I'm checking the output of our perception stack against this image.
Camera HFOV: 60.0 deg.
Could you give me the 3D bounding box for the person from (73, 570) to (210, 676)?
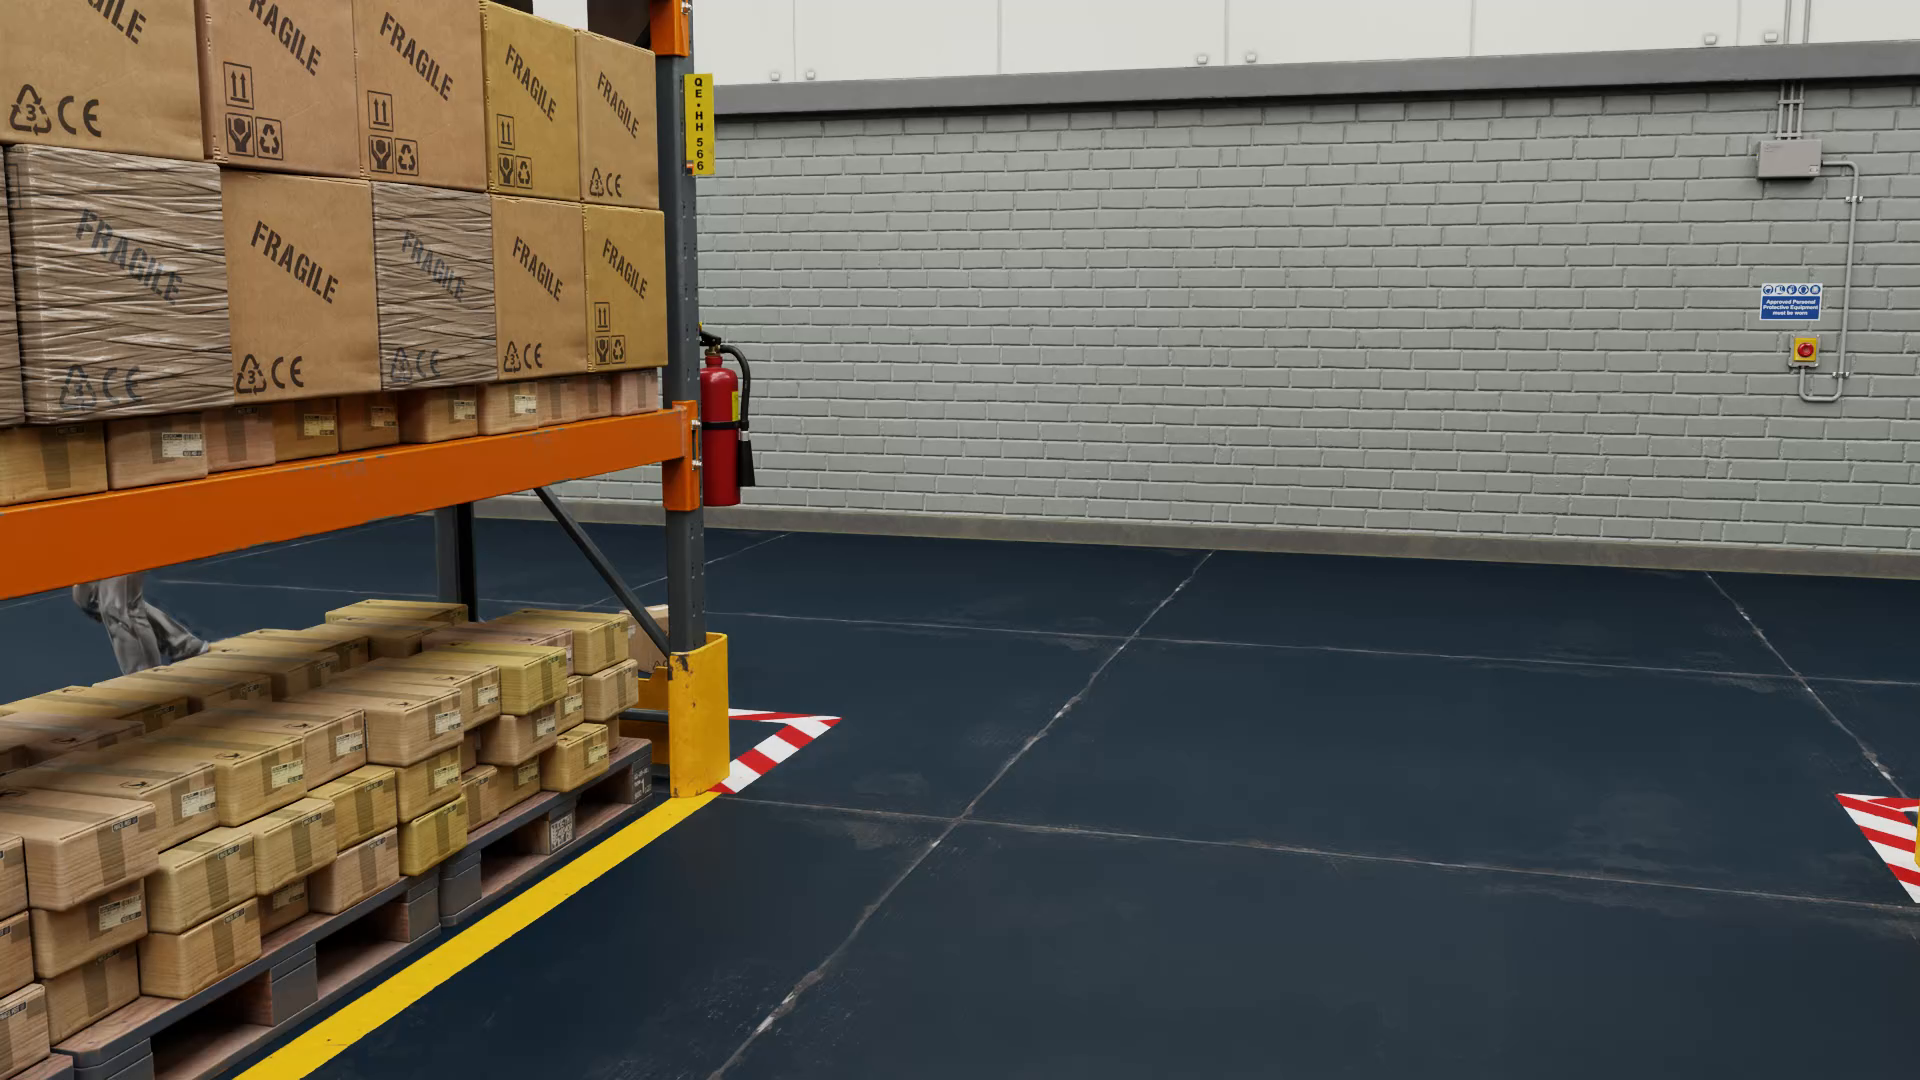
[{"bbox_3d":[-3.160,-0.108,6.391,0.482,1.658,0.502,-6,10,-34],"label":"person"}]
